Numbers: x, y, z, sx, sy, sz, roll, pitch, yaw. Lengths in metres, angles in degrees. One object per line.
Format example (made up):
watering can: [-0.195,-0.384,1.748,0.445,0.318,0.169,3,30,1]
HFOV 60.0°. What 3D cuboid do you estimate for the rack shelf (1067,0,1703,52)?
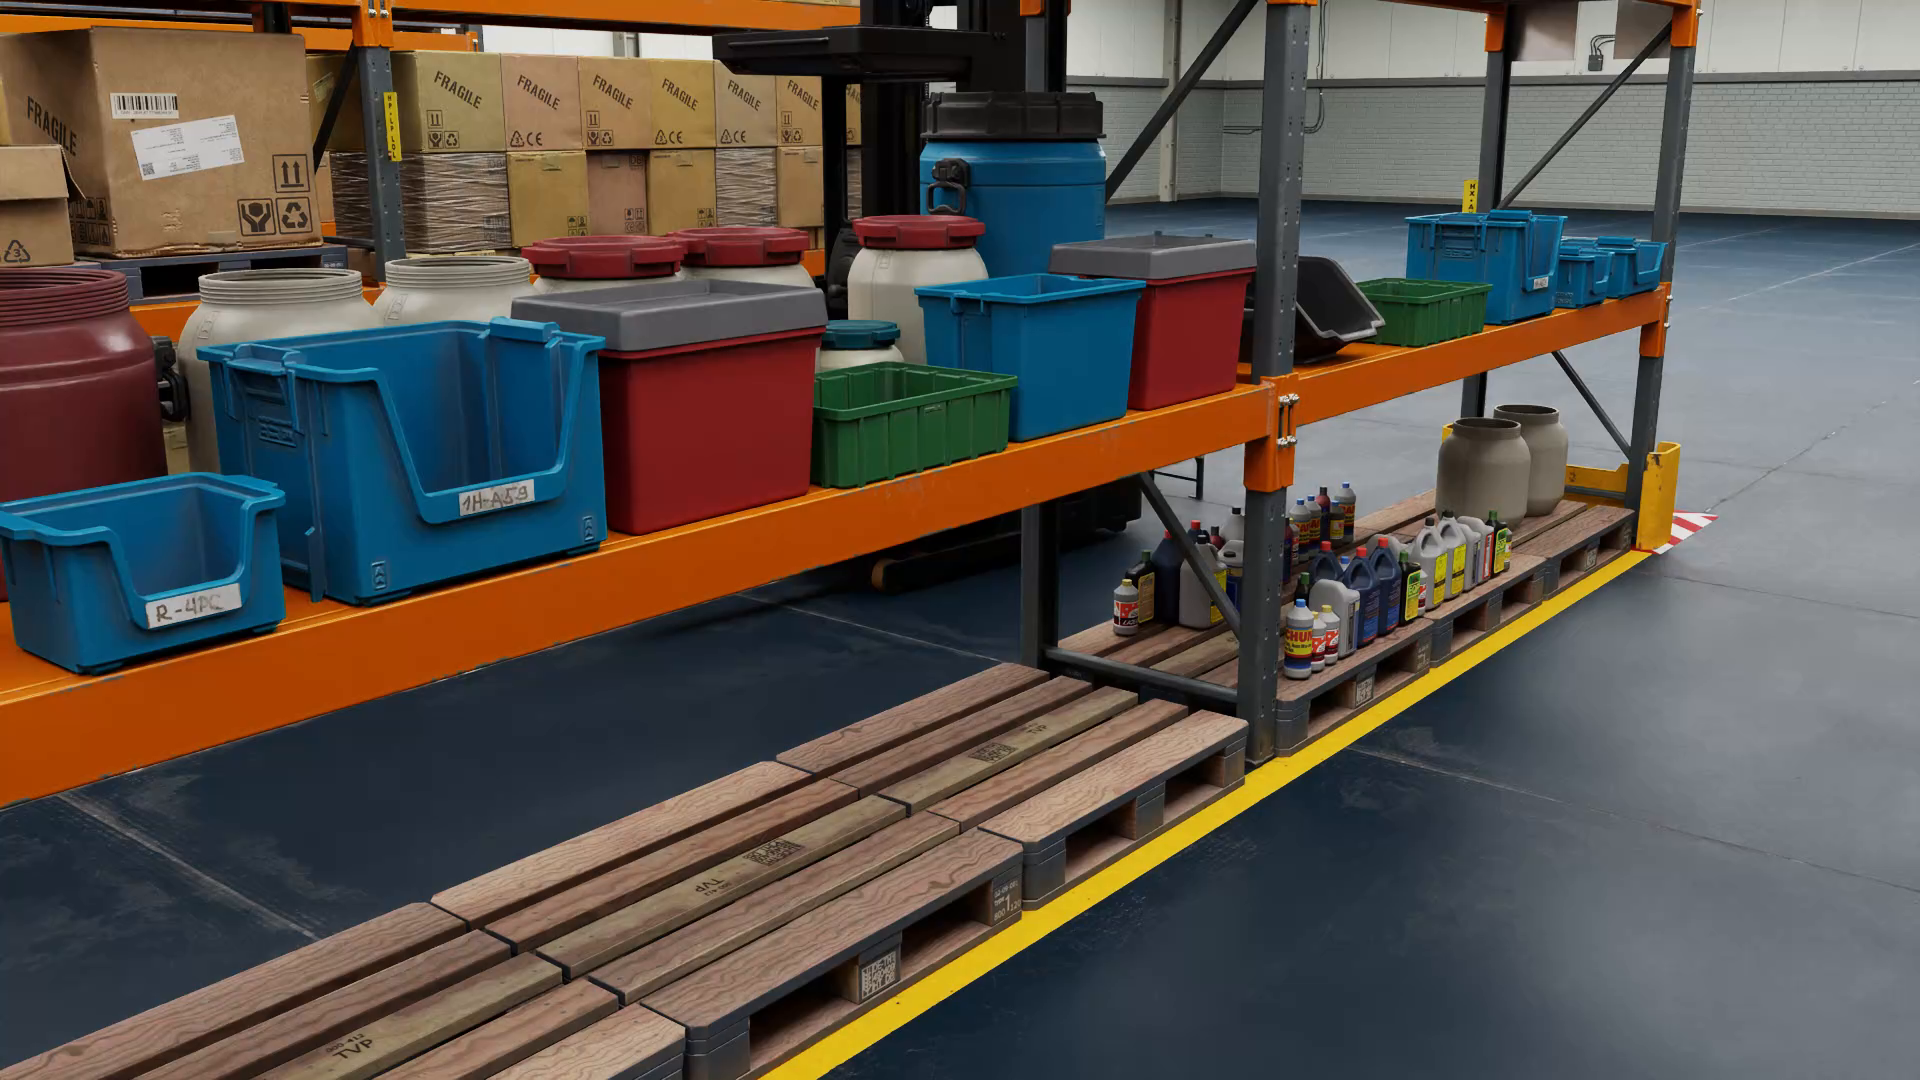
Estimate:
rack shelf: [1.905,-2.263,6.807,1.077,0.370,4.000,11,18,38]

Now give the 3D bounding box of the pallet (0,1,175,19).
pallet: [-6.476,-3.894,11.947,1.003,0.211,1.213,11,18,38]

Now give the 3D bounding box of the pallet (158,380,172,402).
pallet: [-6.460,-1.110,12.564,1.003,0.211,1.213,11,18,38]

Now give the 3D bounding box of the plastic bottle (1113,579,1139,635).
plastic bottle: [0.634,0.251,6.334,0.097,0.201,0.097,0,14,0]

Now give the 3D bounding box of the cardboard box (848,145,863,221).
cardboard box: [-1.057,-2.399,11.166,0.875,0.500,0.500,11,18,38]

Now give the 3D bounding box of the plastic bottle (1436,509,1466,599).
plastic bottle: [1.981,0.053,6.811,0.144,0.351,0.185,12,19,40]

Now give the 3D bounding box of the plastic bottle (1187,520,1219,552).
plastic bottle: [0.949,0.091,6.658,0.144,0.351,0.185,10,17,35]

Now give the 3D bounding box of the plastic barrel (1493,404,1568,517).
plastic barrel: [2.808,-0.401,8.307,0.421,0.512,0.421,0,14,0]

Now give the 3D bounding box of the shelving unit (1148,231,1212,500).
shelving unit: [0.983,-0.935,9.258,0.755,1.500,0.431,-13,19,-41]

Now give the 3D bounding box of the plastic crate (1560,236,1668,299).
plastic crate: [3.080,-1.326,8.054,0.499,0.251,0.616,11,18,38]

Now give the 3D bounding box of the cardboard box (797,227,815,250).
cardboard box: [-1.153,-1.950,10.716,0.380,0.149,0.250,11,18,38]

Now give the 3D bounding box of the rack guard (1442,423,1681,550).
rack guard: [3.151,-0.307,8.817,1.175,0.500,0.348,11,18,38]

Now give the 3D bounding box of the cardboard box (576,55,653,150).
cardboard box: [-2.096,-2.457,9.364,0.500,0.500,0.500,11,18,38]

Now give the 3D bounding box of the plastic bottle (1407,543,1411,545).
plastic bottle: [1.859,0.115,6.869,0.097,0.201,0.097,0,14,0]

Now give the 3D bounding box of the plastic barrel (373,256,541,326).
plastic barrel: [-1.121,-0.373,3.774,0.421,0.512,0.421,0,14,0]

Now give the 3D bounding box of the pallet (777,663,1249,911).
pallet: [0.185,0.733,5.308,1.003,0.211,1.213,11,18,38]

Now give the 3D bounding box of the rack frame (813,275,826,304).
rack frame: [-0.690,-2.307,11.612,1.000,3.000,0.127,11,18,38]

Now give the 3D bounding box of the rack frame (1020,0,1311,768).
rack frame: [0.648,-0.775,5.580,1.000,3.000,0.127,11,18,38]

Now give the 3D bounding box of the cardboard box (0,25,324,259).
cardboard box: [-3.813,-1.905,7.958,1.000,1.000,1.000,11,18,38]

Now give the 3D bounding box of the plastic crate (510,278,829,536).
plastic crate: [-0.612,-0.302,3.588,0.402,0.464,0.583,11,18,38]

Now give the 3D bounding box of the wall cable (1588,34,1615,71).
wall cable: [15.709,-13.803,37.773,2.305,6.003,0.169,11,18,38]

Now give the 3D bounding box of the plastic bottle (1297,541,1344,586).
plastic bottle: [1.366,0.183,6.295,0.144,0.351,0.185,11,18,38]

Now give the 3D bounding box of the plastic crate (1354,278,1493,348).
plastic crate: [1.721,-0.888,6.457,0.450,0.188,0.662,11,18,38]

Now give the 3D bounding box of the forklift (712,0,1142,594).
forklift: [-0.459,-1.315,7.846,3.031,2.935,1.130,-13,19,-41]

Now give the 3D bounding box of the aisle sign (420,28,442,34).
aisle sign: [-4.674,-4.414,14.626,0.394,0.787,0.004,11,18,38]

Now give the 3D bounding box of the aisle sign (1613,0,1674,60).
aisle sign: [3.438,-2.768,8.148,0.394,0.787,0.004,11,18,38]

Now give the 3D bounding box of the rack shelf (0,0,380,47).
rack shelf: [-4.461,-2.263,6.809,1.077,0.370,4.000,11,18,38]

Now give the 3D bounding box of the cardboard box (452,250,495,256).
cardboard box: [-2.668,-1.460,8.787,0.380,0.149,0.250,11,18,38]

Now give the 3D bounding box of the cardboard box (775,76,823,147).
cardboard box: [-1.154,-2.744,10.495,0.500,0.500,0.500,11,18,38]

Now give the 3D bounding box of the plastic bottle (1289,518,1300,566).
plastic bottle: [1.440,0.005,7.300,0.097,0.201,0.097,0,14,0]

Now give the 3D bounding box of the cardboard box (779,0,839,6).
cardboard box: [-1.107,-3.461,10.365,0.500,0.250,0.500,11,18,38]

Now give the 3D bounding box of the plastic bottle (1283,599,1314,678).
plastic bottle: [1.189,0.341,5.835,0.097,0.271,0.097,0,14,0]

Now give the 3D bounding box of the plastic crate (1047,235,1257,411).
plastic crate: [0.582,-0.666,5.021,0.402,0.464,0.583,11,18,38]

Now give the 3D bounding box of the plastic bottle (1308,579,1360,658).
plastic bottle: [1.371,0.273,6.095,0.152,0.276,0.135,12,19,40]

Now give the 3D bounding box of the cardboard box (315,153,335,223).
cardboard box: [-5.461,-2.892,13.611,0.875,0.550,0.550,11,18,38]

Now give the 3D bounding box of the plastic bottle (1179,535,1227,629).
plastic bottle: [0.941,0.150,6.425,0.144,0.351,0.185,11,18,38]

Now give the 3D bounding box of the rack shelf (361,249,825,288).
rack shelf: [-1.947,-1.575,10.193,1.077,0.370,4.000,11,18,38]

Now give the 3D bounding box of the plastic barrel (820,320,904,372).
plastic barrel: [-0.303,-0.478,4.693,0.301,0.262,0.301,0,14,0]

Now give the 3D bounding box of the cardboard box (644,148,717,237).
cardboard box: [-1.950,-2.101,9.995,0.875,0.500,0.500,11,18,38]

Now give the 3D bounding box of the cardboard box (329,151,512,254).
cardboard box: [-2.874,-1.810,8.850,0.875,0.500,0.500,11,18,38]

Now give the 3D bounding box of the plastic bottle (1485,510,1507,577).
plastic bottle: [2.289,0.007,7.125,0.061,0.283,0.133,12,18,39]

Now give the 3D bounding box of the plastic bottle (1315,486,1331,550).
plastic bottle: [1.624,-0.098,7.539,0.061,0.283,0.133,12,18,38]

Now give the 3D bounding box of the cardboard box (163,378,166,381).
cardboard box: [-6.549,-1.611,12.336,0.875,0.875,0.875,12,18,38]

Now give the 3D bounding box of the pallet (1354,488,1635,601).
pallet: [2.636,-0.013,8.243,1.003,0.211,1.213,11,18,38]

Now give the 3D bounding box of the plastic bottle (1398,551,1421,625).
plastic bottle: [1.733,0.177,6.457,0.061,0.283,0.133,12,19,40]
